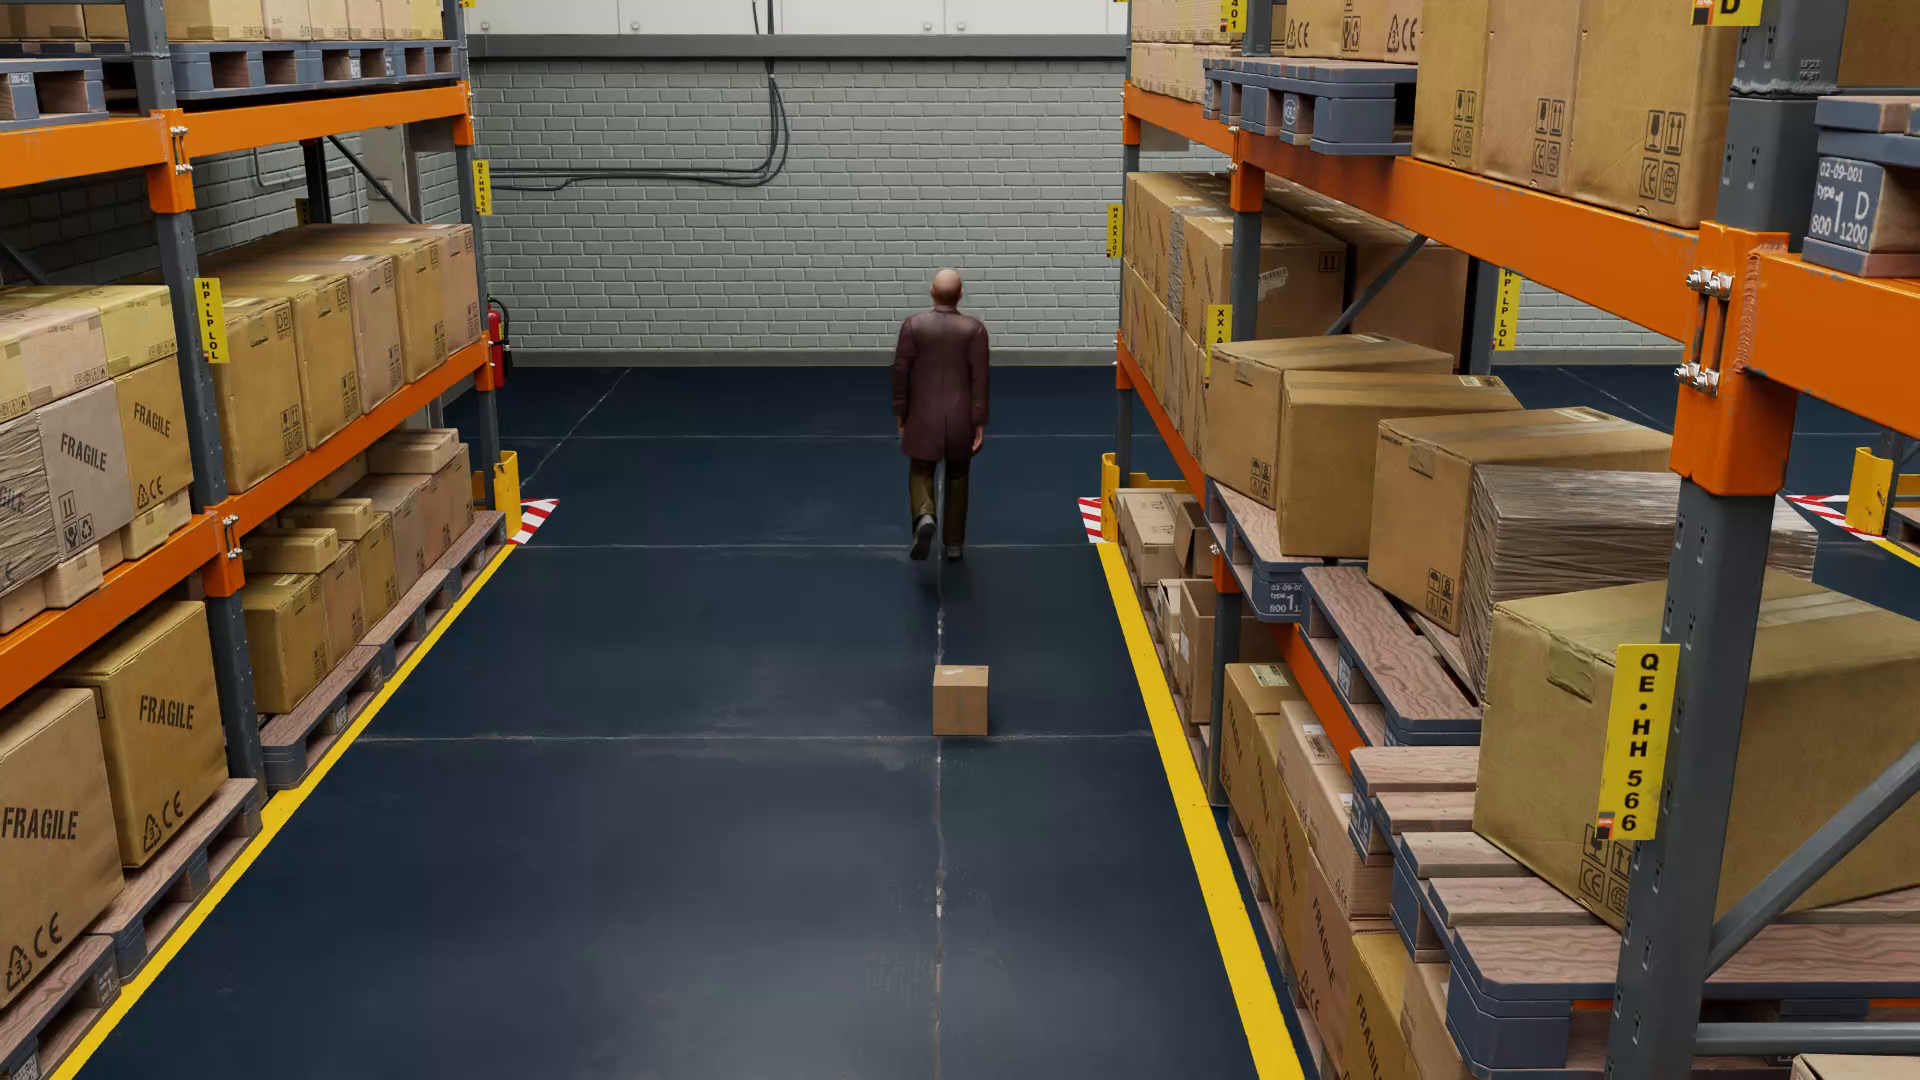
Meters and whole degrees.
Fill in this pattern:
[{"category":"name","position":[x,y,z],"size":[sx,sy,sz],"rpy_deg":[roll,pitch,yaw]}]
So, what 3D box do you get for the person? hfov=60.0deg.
[{"category":"person","position":[-0.115,-0.714,9.870],"size":[0.587,1.756,0.842],"rpy_deg":[0,17,-1]}]
